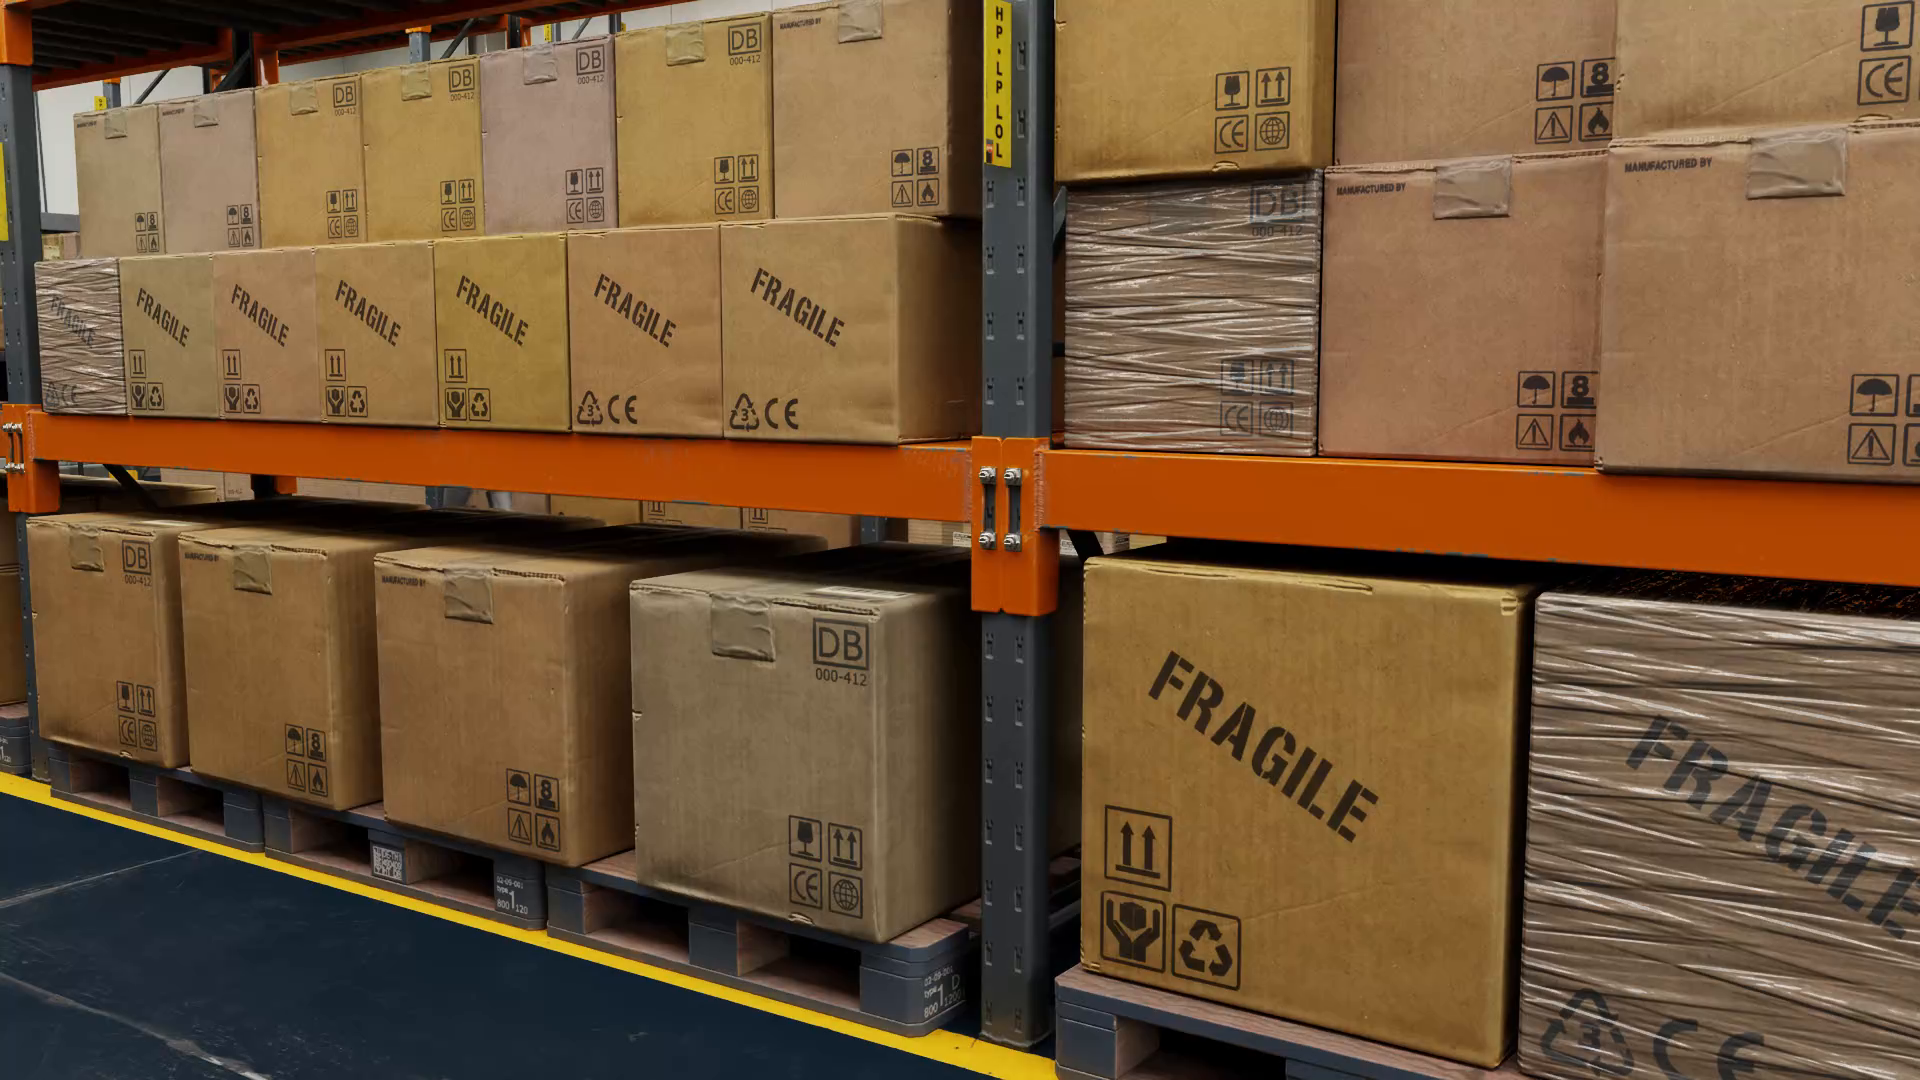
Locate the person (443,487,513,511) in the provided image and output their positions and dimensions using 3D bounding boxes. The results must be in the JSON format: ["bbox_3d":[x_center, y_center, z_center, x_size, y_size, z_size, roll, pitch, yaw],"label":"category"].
[{"bbox_3d":[-2.977,-0.501,10.305,0.483,1.639,0.992,-6,9,-44],"label":"person"}]
